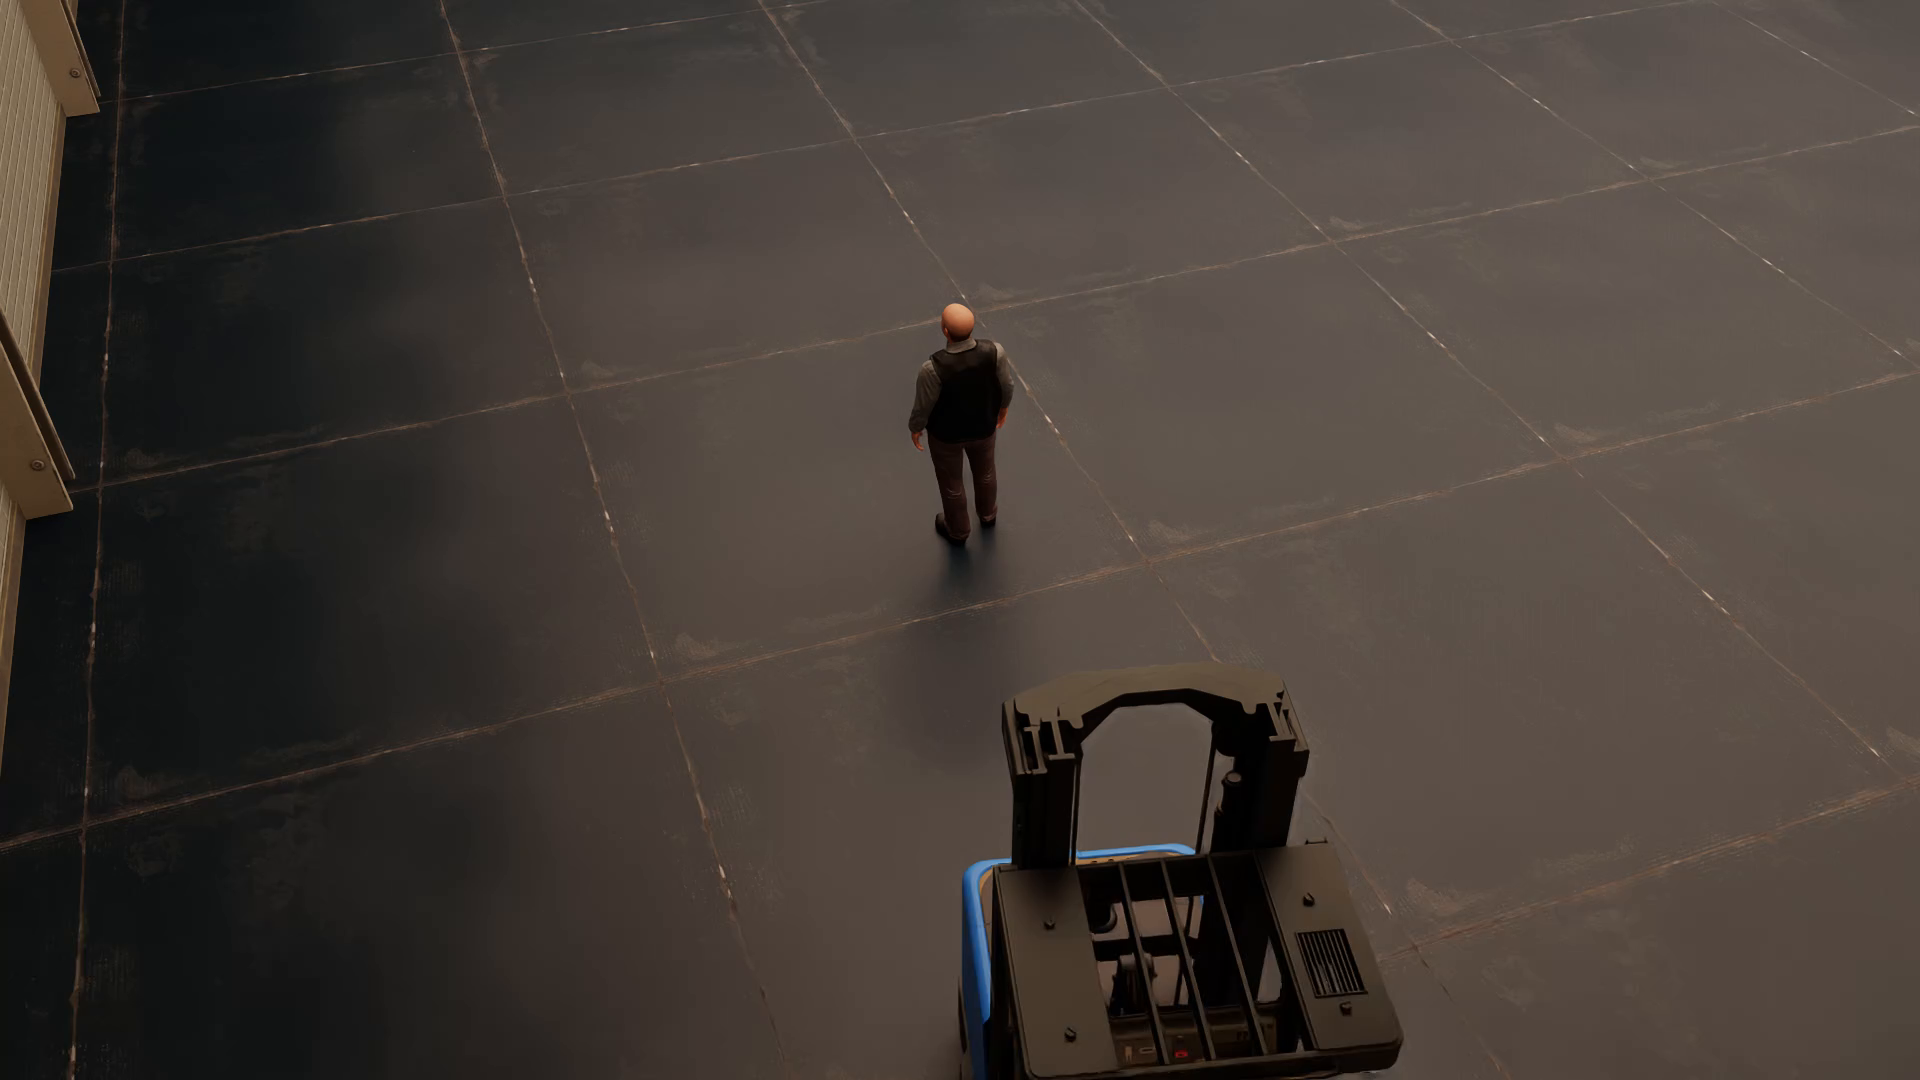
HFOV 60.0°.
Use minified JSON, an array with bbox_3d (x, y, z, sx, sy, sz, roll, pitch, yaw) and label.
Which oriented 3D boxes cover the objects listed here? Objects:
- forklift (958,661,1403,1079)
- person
[{"bbox_3d":[0.675,1.962,5.660,1.130,2.935,3.031,-4,40,-5],"label":"forklift"},{"bbox_3d":[-0.014,-0.704,9.764,0.632,1.720,0.568,-13,42,-15],"label":"person"}]
